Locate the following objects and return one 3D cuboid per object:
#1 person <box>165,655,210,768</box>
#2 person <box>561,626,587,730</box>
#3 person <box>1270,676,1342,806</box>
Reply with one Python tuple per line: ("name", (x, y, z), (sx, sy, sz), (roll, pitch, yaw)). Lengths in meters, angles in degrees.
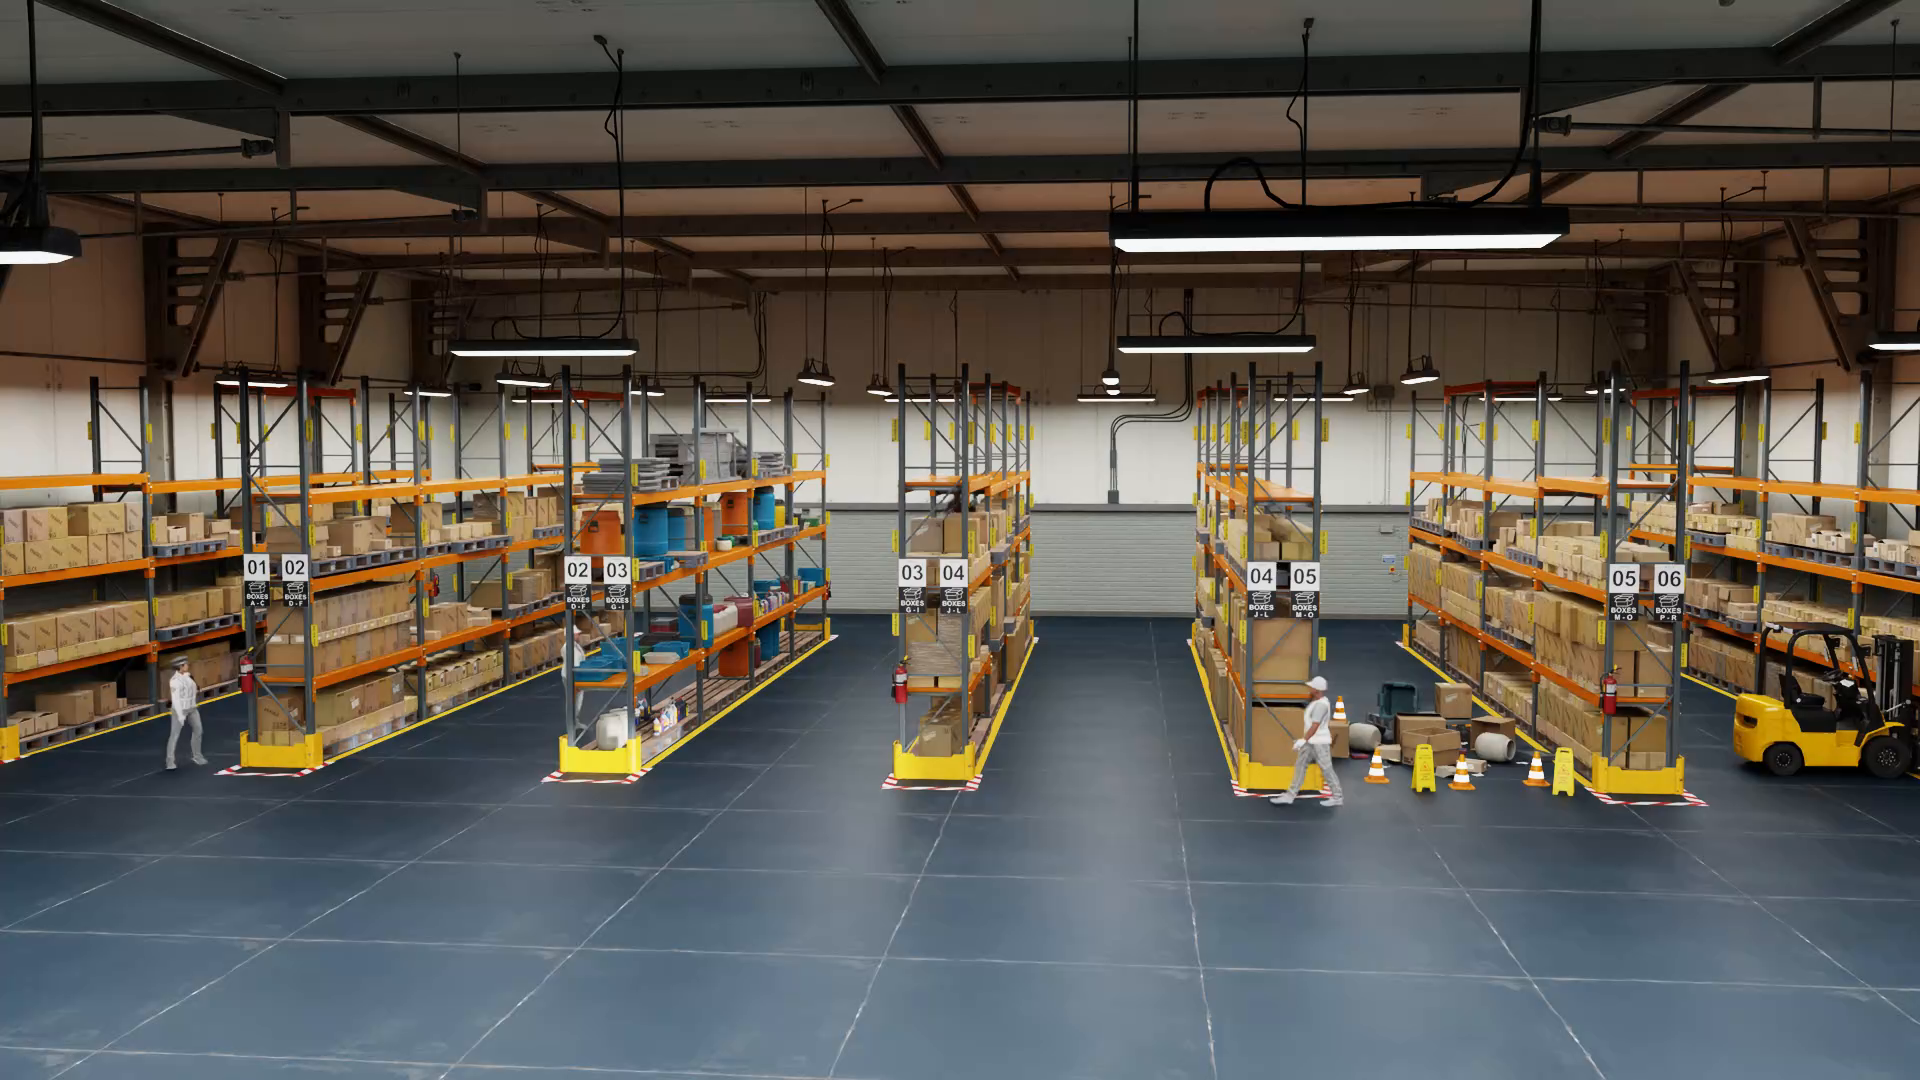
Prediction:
("person", (-11.643, 2.583, 24.959), (0.421, 1.731, 0.612), (1, 4, 18))
("person", (-6.518, 2.314, 28.051), (0.366, 1.777, 0.569), (1, 4, 20))
("person", (4.652, 2.682, 22.141), (0.916, 1.743, 0.558), (-1, 4, -8))
